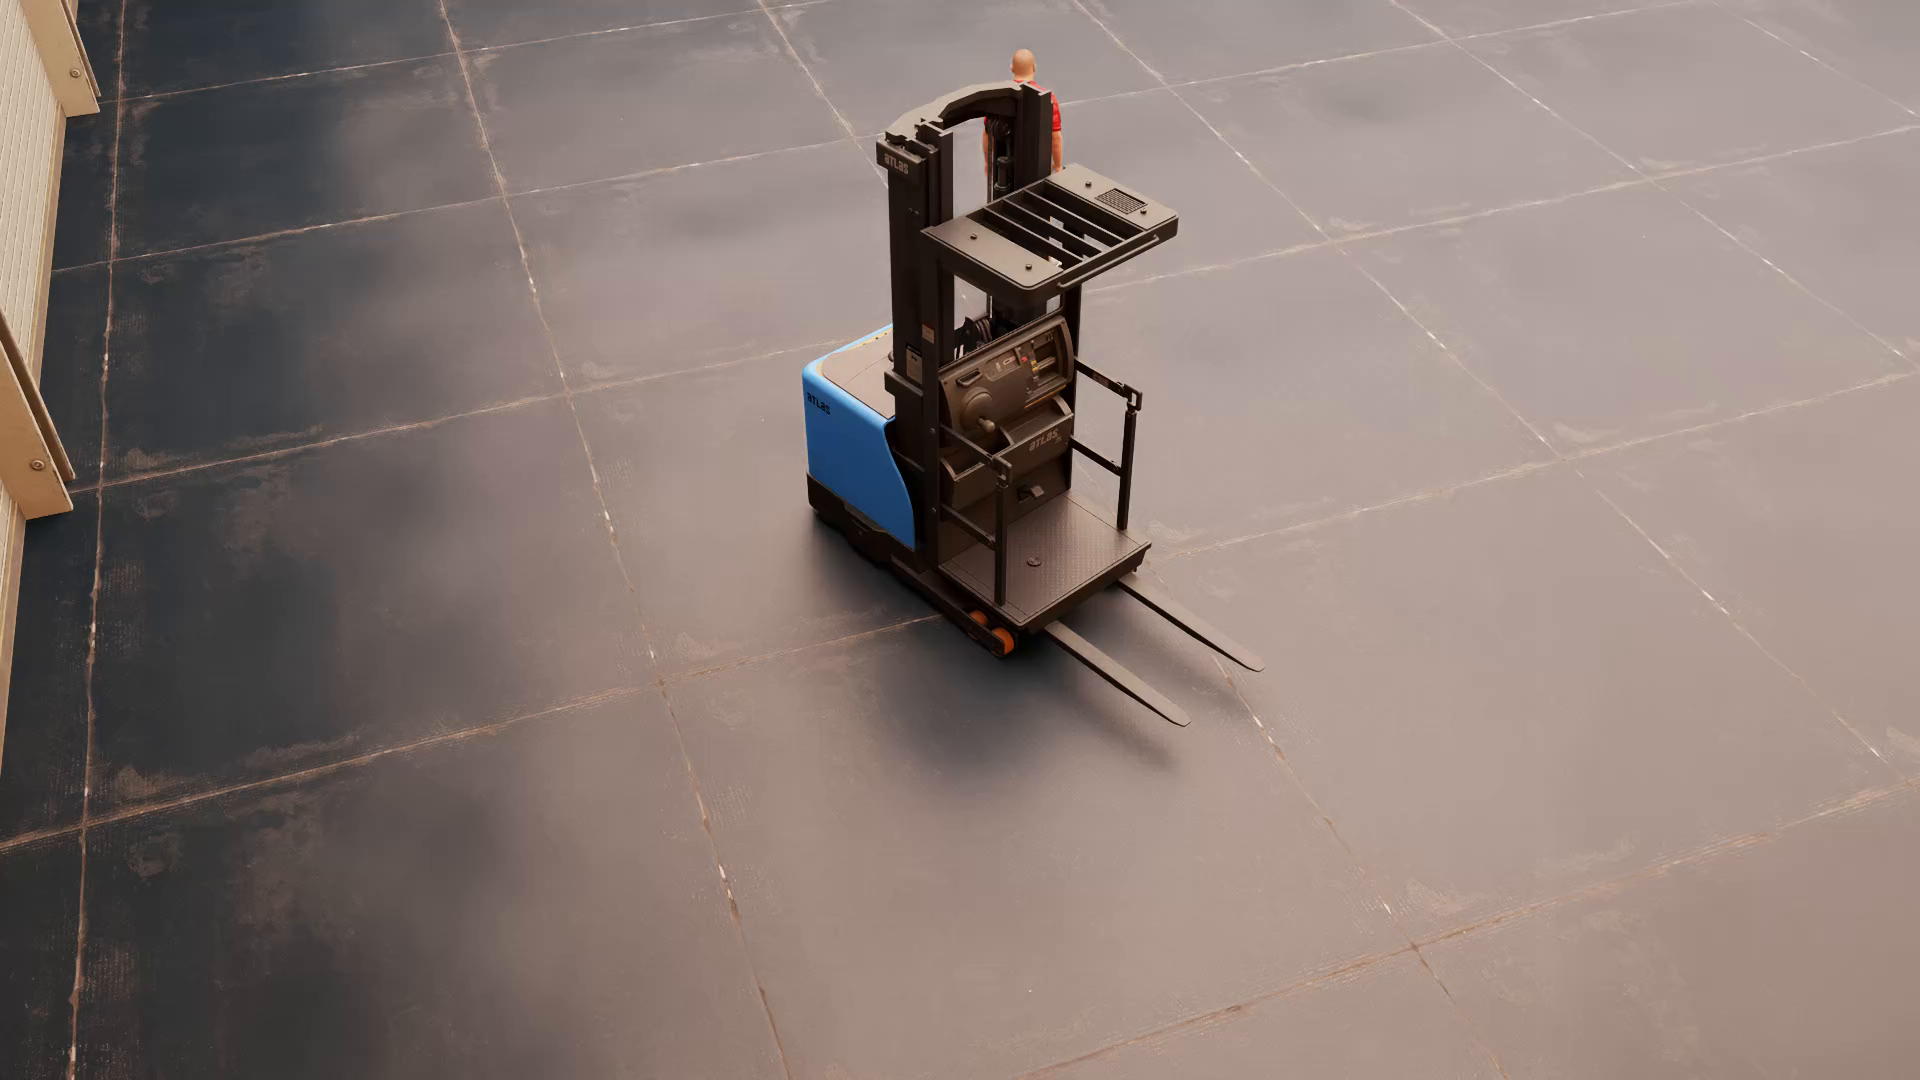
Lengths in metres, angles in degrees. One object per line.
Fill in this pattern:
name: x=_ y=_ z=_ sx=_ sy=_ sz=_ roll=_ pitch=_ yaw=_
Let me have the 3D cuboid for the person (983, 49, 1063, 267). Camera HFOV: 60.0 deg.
person: x=0.460 y=-2.745 z=12.200 sx=0.585 sy=1.727 sz=0.392 roll=6 pitch=40 yaw=8

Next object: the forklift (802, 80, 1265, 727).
forklift: x=0.409 y=-0.833 z=8.988 sx=1.130 sy=2.935 sz=3.031 roll=-30 pitch=49 yaw=-31
